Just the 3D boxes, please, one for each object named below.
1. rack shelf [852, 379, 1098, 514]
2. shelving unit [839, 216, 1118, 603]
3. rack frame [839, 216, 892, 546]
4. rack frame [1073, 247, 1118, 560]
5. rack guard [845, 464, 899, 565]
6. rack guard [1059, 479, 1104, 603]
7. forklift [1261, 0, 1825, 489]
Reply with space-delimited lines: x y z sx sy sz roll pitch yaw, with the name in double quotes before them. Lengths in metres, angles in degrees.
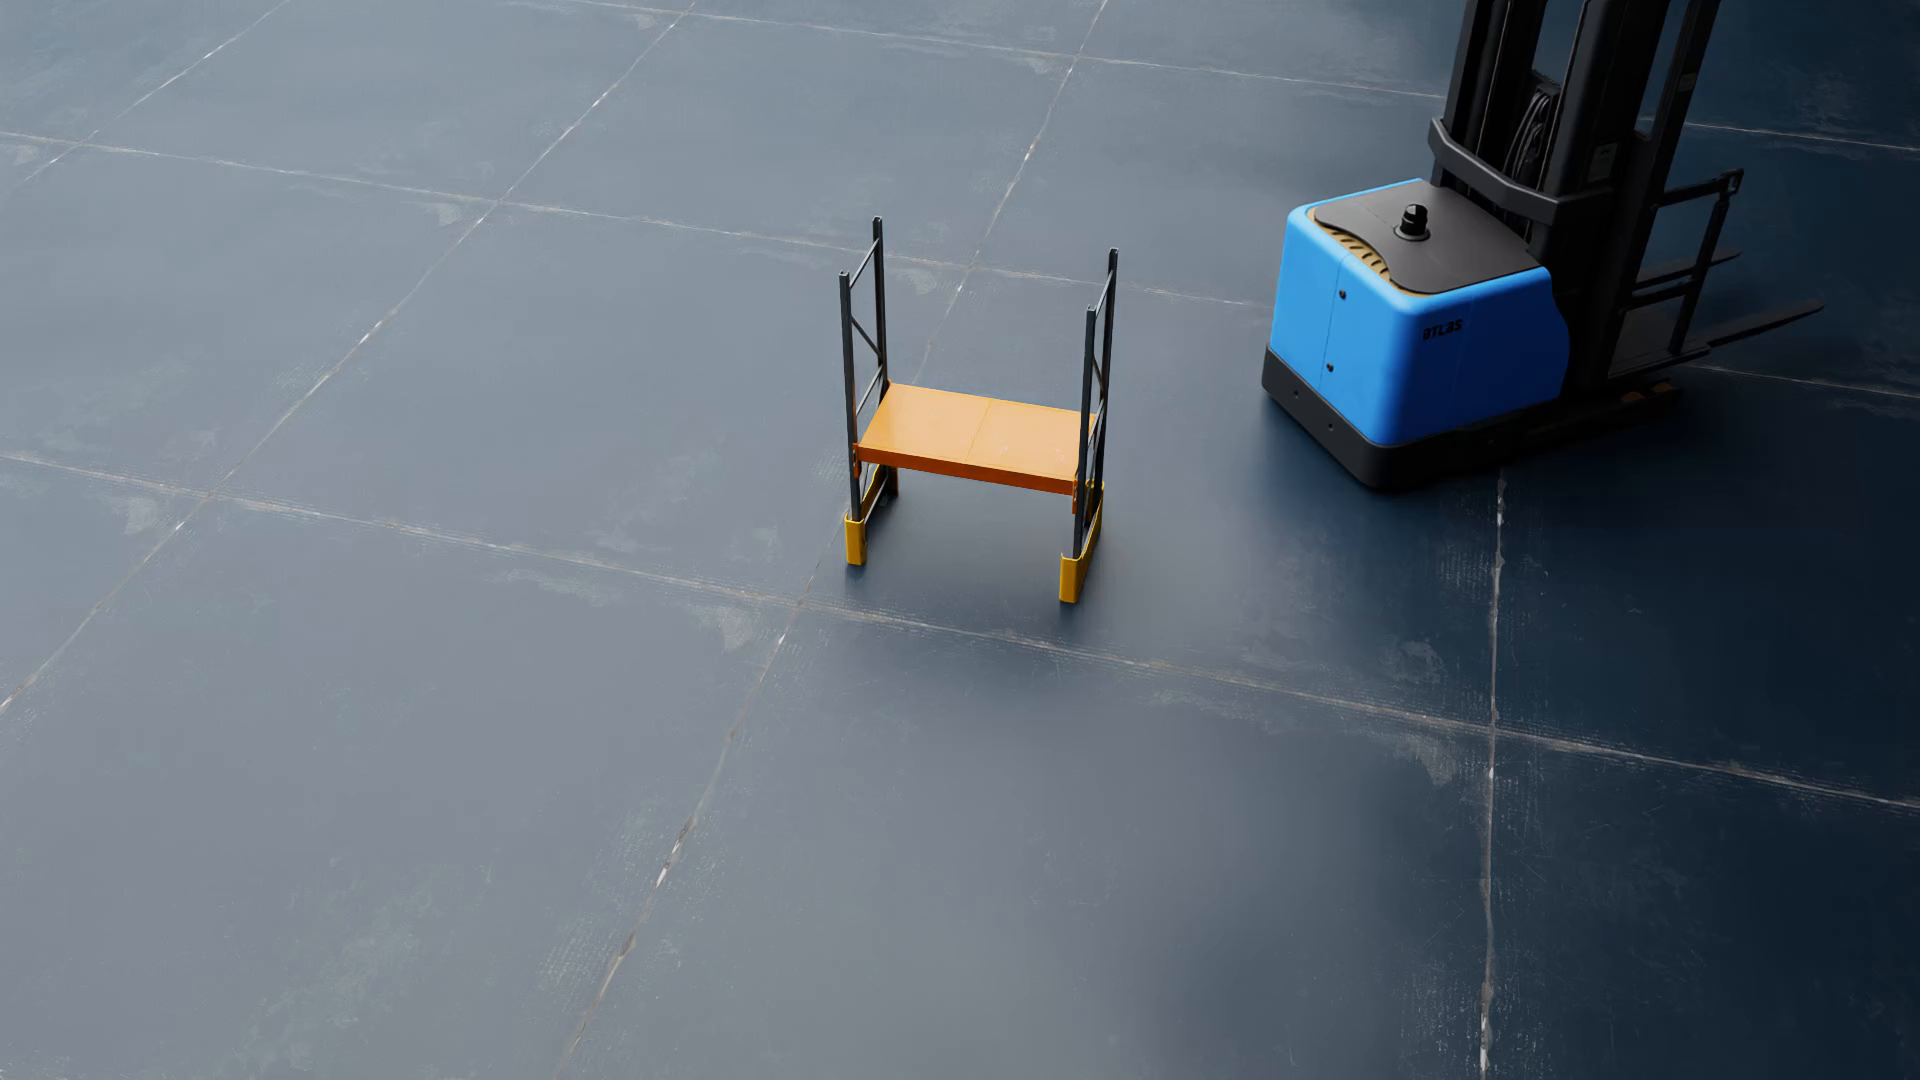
"rack shelf" 0.082 -0.422 7.366 1.000 0.185 0.538 10 41 11
"shelving unit" 0.074 -0.562 7.253 1.083 1.500 0.587 10 41 11
"rack frame" -0.409 -0.645 7.351 0.032 1.500 0.500 10 41 11
"rack frame" 0.573 -0.476 7.150 0.032 1.500 0.500 10 41 11
"rack guard" -0.407 -0.166 7.753 0.087 0.250 0.587 10 41 11
"rack guard" 0.555 0.000 7.556 0.087 0.250 0.587 10 41 11
"forklift" 3.119 -2.002 7.855 3.031 2.935 1.130 -16 43 -18
